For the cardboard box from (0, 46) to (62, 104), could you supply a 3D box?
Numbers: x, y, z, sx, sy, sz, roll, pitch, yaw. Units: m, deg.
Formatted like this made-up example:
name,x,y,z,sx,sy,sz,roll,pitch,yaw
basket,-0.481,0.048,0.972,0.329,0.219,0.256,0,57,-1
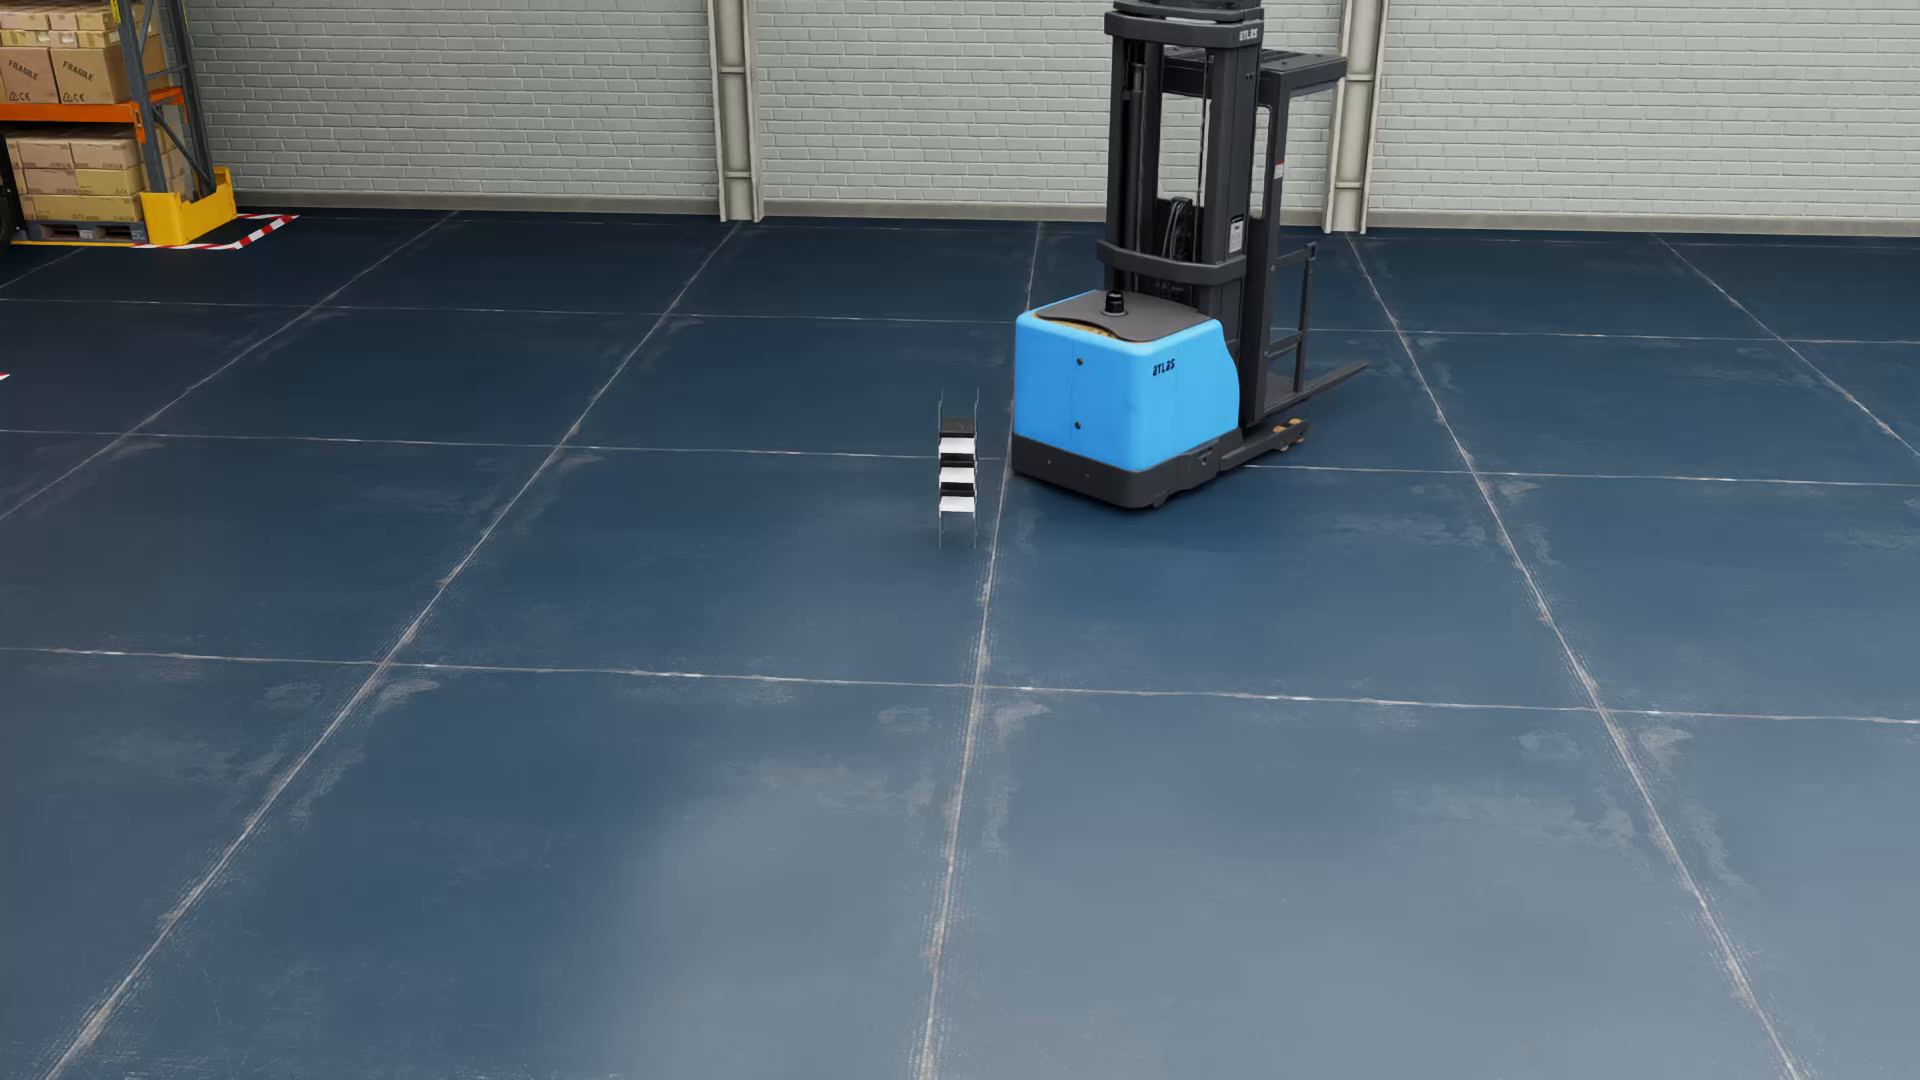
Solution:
name,x,y,z,sx,sy,sz,roll,pitch,yaw
cardboard box,-8.586,-4.387,15.576,0.500,0.500,0.500,3,25,6

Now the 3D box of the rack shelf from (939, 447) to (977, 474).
name,x,y,z,sx,sy,sz,roll,pitch,yaw
rack shelf,-0.008,-0.461,9.539,0.200,0.077,0.258,2,25,4

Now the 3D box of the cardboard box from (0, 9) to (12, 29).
name,x,y,z,sx,sy,sz,roll,pitch,yaw
cardboard box,-8.954,-4.807,15.356,0.250,0.149,0.380,2,25,5

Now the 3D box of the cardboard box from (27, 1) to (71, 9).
name,x,y,z,sx,sy,sz,roll,pitch,yaw
cardboard box,-8.645,-5.029,15.839,0.250,0.149,0.380,2,25,4

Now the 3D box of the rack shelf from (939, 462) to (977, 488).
name,x,y,z,sx,sy,sz,roll,pitch,yaw
rack shelf,-0.008,-0.379,9.576,0.200,0.077,0.258,2,25,4

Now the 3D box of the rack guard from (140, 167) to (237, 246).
name,x,y,z,sx,sy,sz,roll,pitch,yaw
rack guard,-7.535,-3.278,16.276,0.348,0.500,1.175,2,25,4

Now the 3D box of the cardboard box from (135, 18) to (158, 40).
name,x,y,z,sx,sy,sz,roll,pitch,yaw
cardboard box,-7.877,-4.874,15.858,0.250,0.149,0.380,1,25,3

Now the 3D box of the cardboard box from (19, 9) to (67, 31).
name,x,y,z,sx,sy,sz,roll,pitch,yaw
cardboard box,-8.443,-4.805,15.354,0.250,0.149,0.380,2,25,5

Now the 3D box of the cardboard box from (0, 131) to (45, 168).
name,x,y,z,sx,sy,sz,roll,pitch,yaw
cardboard box,-9.055,-3.721,15.839,0.500,0.250,0.500,2,25,5

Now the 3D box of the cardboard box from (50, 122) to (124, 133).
name,x,y,z,sx,sy,sz,roll,pitch,yaw
cardboard box,-8.522,-3.919,16.270,0.500,0.250,0.500,2,25,4

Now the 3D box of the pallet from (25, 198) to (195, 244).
name,x,y,z,sx,sy,sz,roll,pitch,yaw
pallet,-8.324,-3.155,16.354,1.213,0.211,1.003,2,25,4

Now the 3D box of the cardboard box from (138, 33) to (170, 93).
name,x,y,z,sx,sy,sz,roll,pitch,yaw
cardboard box,-8.031,-4.592,16.021,0.500,0.500,0.500,3,25,6

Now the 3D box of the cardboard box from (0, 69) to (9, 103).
name,x,y,z,sx,sy,sz,roll,pitch,yaw
cardboard box,-9.097,-4.403,15.611,0.500,0.500,0.500,1,25,3

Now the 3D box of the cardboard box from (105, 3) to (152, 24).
name,x,y,z,sx,sy,sz,roll,pitch,yaw
cardboard box,-7.877,-4.990,15.754,0.250,0.149,0.380,1,25,3

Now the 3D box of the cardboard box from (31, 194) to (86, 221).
name,x,y,z,sx,sy,sz,roll,pitch,yaw
cardboard box,-8.546,-3.259,16.032,0.500,0.250,0.500,2,25,4

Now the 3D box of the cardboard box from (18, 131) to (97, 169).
name,x,y,z,sx,sy,sz,roll,pitch,yaw
cardboard box,-8.551,-3.709,15.813,0.500,0.250,0.500,2,25,5

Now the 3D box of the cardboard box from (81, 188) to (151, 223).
name,x,y,z,sx,sy,sz,roll,pitch,yaw
cardboard box,-8.051,-3.240,15.989,0.500,0.250,0.500,2,25,4

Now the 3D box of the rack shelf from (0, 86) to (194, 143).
name,x,y,z,sx,sy,sz,roll,pitch,yaw
rack shelf,-9.553,-4.152,16.045,4.000,0.370,1.077,2,25,4

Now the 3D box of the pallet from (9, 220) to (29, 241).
name,x,y,z,sx,sy,sz,roll,pitch,yaw
pallet,-9.537,-3.195,16.441,1.213,0.211,1.003,2,25,4

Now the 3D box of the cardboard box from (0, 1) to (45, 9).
name,x,y,z,sx,sy,sz,roll,pitch,yaw
cardboard box,-8.910,-5.027,15.834,0.250,0.149,0.380,3,25,6

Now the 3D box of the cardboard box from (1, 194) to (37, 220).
name,x,y,z,sx,sy,sz,roll,pitch,yaw
cardboard box,-9.044,-3.279,16.075,0.500,0.250,0.500,2,25,5

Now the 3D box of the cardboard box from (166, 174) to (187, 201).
name,x,y,z,sx,sy,sz,roll,pitch,yaw
cardboard box,-8.033,-3.453,16.454,0.500,0.250,0.500,2,25,4

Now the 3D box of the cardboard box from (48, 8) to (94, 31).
name,x,y,z,sx,sy,sz,roll,pitch,yaw
cardboard box,-8.180,-4.808,15.360,0.250,0.149,0.380,2,25,4

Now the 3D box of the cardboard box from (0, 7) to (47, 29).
name,x,y,z,sx,sy,sz,roll,pitch,yaw
cardboard box,-8.686,-4.844,15.438,0.250,0.149,0.380,2,25,4

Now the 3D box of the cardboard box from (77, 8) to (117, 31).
name,x,y,z,sx,sy,sz,roll,pitch,yaw
cardboard box,-7.932,-4.813,15.371,0.250,0.149,0.380,2,25,4

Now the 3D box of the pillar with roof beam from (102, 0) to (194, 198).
name,x,y,z,sx,sy,sz,roll,pitch,yaw
pillar with roof beam,-8.513,-5.744,11.467,0.400,9.000,9.100,2,25,4

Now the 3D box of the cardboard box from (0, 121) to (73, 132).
name,x,y,z,sx,sy,sz,roll,pitch,yaw
cardboard box,-9.020,-3.940,16.314,0.500,0.250,0.500,2,25,4

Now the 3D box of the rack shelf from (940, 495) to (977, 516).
name,x,y,z,sx,sy,sz,roll,pitch,yaw
rack shelf,-0.008,-0.215,9.652,0.200,0.077,0.258,2,25,4

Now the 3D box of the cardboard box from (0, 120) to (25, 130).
name,x,y,z,sx,sy,sz,roll,pitch,yaw
cardboard box,-9.530,-3.959,16.356,0.500,0.250,0.500,1,25,3

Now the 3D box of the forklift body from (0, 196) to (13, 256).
name,x,y,z,sx,sy,sz,roll,pitch,yaw
forklift body,-9.589,-3.329,14.412,1.214,2.155,2.313,2,25,4

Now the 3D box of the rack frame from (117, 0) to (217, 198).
name,x,y,z,sx,sy,sz,roll,pitch,yaw
rack frame,-7.559,-4.415,15.756,0.127,3.000,1.000,2,25,4

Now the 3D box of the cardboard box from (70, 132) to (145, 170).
name,x,y,z,sx,sy,sz,roll,pitch,yaw
cardboard box,-8.042,-3.695,15.783,0.500,0.250,0.500,3,25,6

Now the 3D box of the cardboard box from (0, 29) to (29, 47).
name,x,y,z,sx,sy,sz,roll,pitch,yaw
cardboard box,-8.683,-4.691,15.461,0.250,0.149,0.380,2,25,4

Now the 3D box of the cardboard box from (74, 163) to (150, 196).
name,x,y,z,sx,sy,sz,roll,pitch,yaw
cardboard box,-8.068,-3.469,15.889,0.500,0.250,0.500,2,25,3

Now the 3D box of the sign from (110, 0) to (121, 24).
name,x,y,z,sx,sy,sz,roll,pitch,yaw
sign,-7.614,-4.822,14.974,0.005,0.325,0.100,2,25,4

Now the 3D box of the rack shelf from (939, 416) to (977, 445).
name,x,y,z,sx,sy,sz,roll,pitch,yaw
rack shelf,-0.008,-0.624,9.464,0.200,0.077,0.258,2,25,4

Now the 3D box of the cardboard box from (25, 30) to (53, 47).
name,x,y,z,sx,sy,sz,roll,pitch,yaw
cardboard box,-8.437,-4.679,15.434,0.250,0.149,0.380,2,25,5

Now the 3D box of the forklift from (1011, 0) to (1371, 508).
name,x,y,z,sx,sy,sz,roll,pitch,yaw
forklift,1.699,-2.049,10.696,1.130,2.935,3.031,21,32,38

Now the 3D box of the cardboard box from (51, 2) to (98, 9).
name,x,y,z,sx,sy,sz,roll,pitch,yaw
cardboard box,-8.400,-5.015,15.808,0.250,0.149,0.380,2,25,5

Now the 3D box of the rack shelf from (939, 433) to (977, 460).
name,x,y,z,sx,sy,sz,roll,pitch,yaw
rack shelf,-0.008,-0.542,9.501,0.200,0.077,0.258,2,25,4

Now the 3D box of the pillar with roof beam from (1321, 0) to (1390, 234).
name,x,y,z,sx,sy,sz,roll,pitch,yaw
pillar with roof beam,3.451,-5.360,10.632,0.400,9.000,9.100,2,25,4

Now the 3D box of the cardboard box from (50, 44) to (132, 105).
name,x,y,z,sx,sy,sz,roll,pitch,yaw
cardboard box,-8.069,-4.366,15.531,0.500,0.500,0.500,1,25,3

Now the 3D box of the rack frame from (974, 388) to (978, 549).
name,x,y,z,sx,sy,sz,roll,pitch,yaw
rack frame,0.093,-0.406,9.555,0.006,0.900,0.240,2,25,4

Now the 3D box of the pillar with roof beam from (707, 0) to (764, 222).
name,x,y,z,sx,sy,sz,roll,pitch,yaw
pillar with roof beam,-2.531,-5.552,11.050,0.400,9.000,9.100,2,25,4

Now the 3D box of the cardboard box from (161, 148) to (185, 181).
name,x,y,z,sx,sy,sz,roll,pitch,yaw
cardboard box,-8.011,-3.685,16.359,0.500,0.250,0.500,2,25,5

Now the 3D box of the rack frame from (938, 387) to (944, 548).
name,x,y,z,sx,sy,sz,roll,pitch,yaw
rack frame,-0.109,-0.412,9.570,0.006,0.900,0.240,2,25,4

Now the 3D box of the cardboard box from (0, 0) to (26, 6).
name,x,y,z,sx,sy,sz,roll,pitch,yaw
cardboard box,-9.164,-5.076,15.942,0.250,0.149,0.380,1,25,3

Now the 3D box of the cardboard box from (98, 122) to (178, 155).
name,x,y,z,sx,sy,sz,roll,pitch,yaw
cardboard box,-8.023,-3.905,16.238,0.500,0.250,0.500,1,25,3

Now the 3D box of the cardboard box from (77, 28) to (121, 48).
name,x,y,z,sx,sy,sz,roll,pitch,yaw
cardboard box,-7.926,-4.649,15.369,0.250,0.149,0.380,2,25,5

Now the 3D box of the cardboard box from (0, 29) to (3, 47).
name,x,y,z,sx,sy,sz,roll,pitch,yaw
cardboard box,-8.953,-4.680,15.437,0.250,0.149,0.380,1,25,2

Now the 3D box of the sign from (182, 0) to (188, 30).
name,x,y,z,sx,sy,sz,roll,pitch,yaw
sign,-7.510,-5.075,16.060,0.005,0.325,0.100,2,25,4

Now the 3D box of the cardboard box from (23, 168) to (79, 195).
name,x,y,z,sx,sy,sz,roll,pitch,yaw
cardboard box,-8.567,-3.489,15.933,0.500,0.250,0.500,2,25,3

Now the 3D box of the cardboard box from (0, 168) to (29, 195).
name,x,y,z,sx,sy,sz,roll,pitch,yaw
cardboard box,-9.083,-3.497,15.950,0.500,0.250,0.500,1,25,3

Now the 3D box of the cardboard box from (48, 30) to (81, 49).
name,x,y,z,sx,sy,sz,roll,pitch,yaw
cardboard box,-8.183,-4.645,15.360,0.250,0.149,0.380,2,25,5

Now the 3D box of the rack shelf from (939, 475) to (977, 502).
name,x,y,z,sx,sy,sz,roll,pitch,yaw
rack shelf,-0.008,-0.297,9.614,0.200,0.077,0.258,2,25,4

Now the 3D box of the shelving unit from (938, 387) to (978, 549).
name,x,y,z,sx,sy,sz,roll,pitch,yaw
shelving unit,-0.008,-0.409,9.562,0.210,0.900,0.258,2,25,4

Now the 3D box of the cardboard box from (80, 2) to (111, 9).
name,x,y,z,sx,sy,sz,roll,pitch,yaw
cardboard box,-8.137,-5.024,15.829,0.250,0.149,0.380,3,25,6
